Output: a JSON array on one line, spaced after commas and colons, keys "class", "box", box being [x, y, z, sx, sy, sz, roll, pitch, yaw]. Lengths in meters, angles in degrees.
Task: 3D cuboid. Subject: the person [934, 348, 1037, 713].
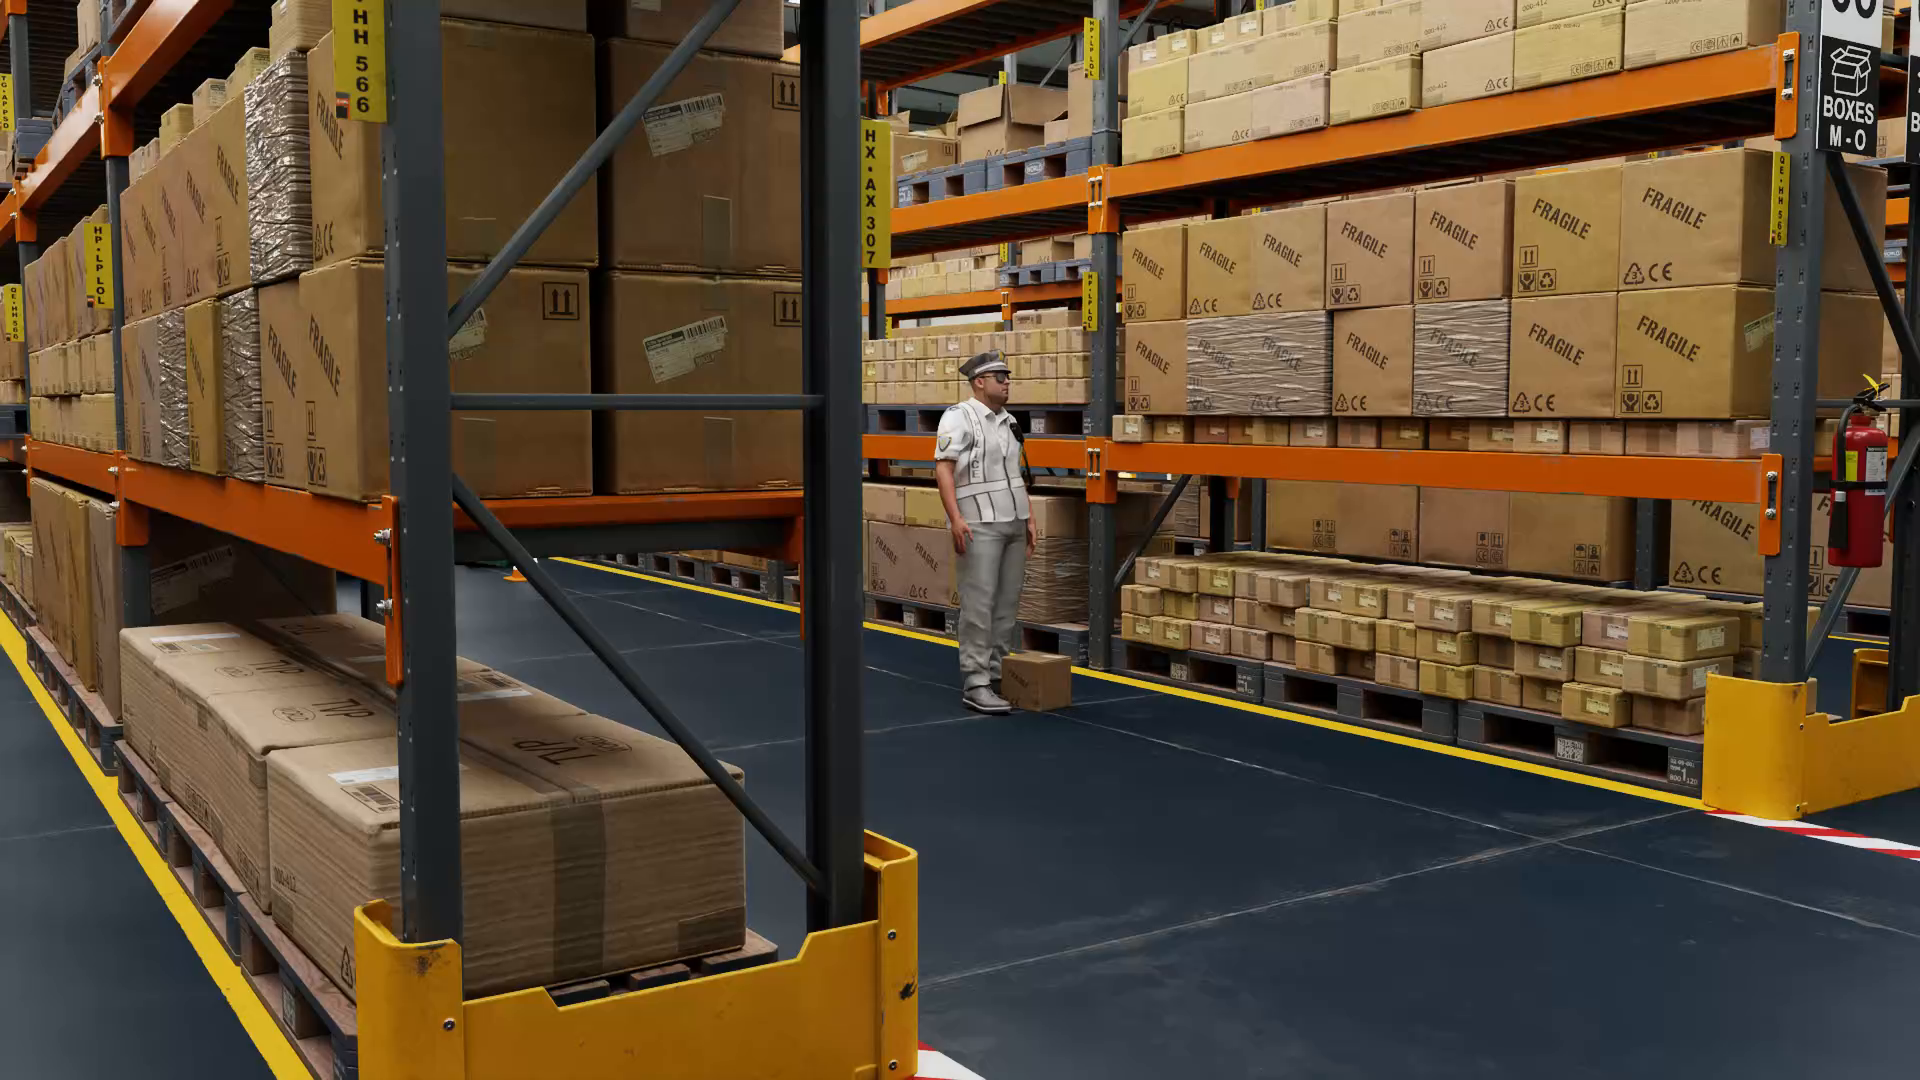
[{"class": "person", "box": [0.203, -0.072, 8.381, 0.575, 1.779, 0.640, 4, 6, 43]}]
